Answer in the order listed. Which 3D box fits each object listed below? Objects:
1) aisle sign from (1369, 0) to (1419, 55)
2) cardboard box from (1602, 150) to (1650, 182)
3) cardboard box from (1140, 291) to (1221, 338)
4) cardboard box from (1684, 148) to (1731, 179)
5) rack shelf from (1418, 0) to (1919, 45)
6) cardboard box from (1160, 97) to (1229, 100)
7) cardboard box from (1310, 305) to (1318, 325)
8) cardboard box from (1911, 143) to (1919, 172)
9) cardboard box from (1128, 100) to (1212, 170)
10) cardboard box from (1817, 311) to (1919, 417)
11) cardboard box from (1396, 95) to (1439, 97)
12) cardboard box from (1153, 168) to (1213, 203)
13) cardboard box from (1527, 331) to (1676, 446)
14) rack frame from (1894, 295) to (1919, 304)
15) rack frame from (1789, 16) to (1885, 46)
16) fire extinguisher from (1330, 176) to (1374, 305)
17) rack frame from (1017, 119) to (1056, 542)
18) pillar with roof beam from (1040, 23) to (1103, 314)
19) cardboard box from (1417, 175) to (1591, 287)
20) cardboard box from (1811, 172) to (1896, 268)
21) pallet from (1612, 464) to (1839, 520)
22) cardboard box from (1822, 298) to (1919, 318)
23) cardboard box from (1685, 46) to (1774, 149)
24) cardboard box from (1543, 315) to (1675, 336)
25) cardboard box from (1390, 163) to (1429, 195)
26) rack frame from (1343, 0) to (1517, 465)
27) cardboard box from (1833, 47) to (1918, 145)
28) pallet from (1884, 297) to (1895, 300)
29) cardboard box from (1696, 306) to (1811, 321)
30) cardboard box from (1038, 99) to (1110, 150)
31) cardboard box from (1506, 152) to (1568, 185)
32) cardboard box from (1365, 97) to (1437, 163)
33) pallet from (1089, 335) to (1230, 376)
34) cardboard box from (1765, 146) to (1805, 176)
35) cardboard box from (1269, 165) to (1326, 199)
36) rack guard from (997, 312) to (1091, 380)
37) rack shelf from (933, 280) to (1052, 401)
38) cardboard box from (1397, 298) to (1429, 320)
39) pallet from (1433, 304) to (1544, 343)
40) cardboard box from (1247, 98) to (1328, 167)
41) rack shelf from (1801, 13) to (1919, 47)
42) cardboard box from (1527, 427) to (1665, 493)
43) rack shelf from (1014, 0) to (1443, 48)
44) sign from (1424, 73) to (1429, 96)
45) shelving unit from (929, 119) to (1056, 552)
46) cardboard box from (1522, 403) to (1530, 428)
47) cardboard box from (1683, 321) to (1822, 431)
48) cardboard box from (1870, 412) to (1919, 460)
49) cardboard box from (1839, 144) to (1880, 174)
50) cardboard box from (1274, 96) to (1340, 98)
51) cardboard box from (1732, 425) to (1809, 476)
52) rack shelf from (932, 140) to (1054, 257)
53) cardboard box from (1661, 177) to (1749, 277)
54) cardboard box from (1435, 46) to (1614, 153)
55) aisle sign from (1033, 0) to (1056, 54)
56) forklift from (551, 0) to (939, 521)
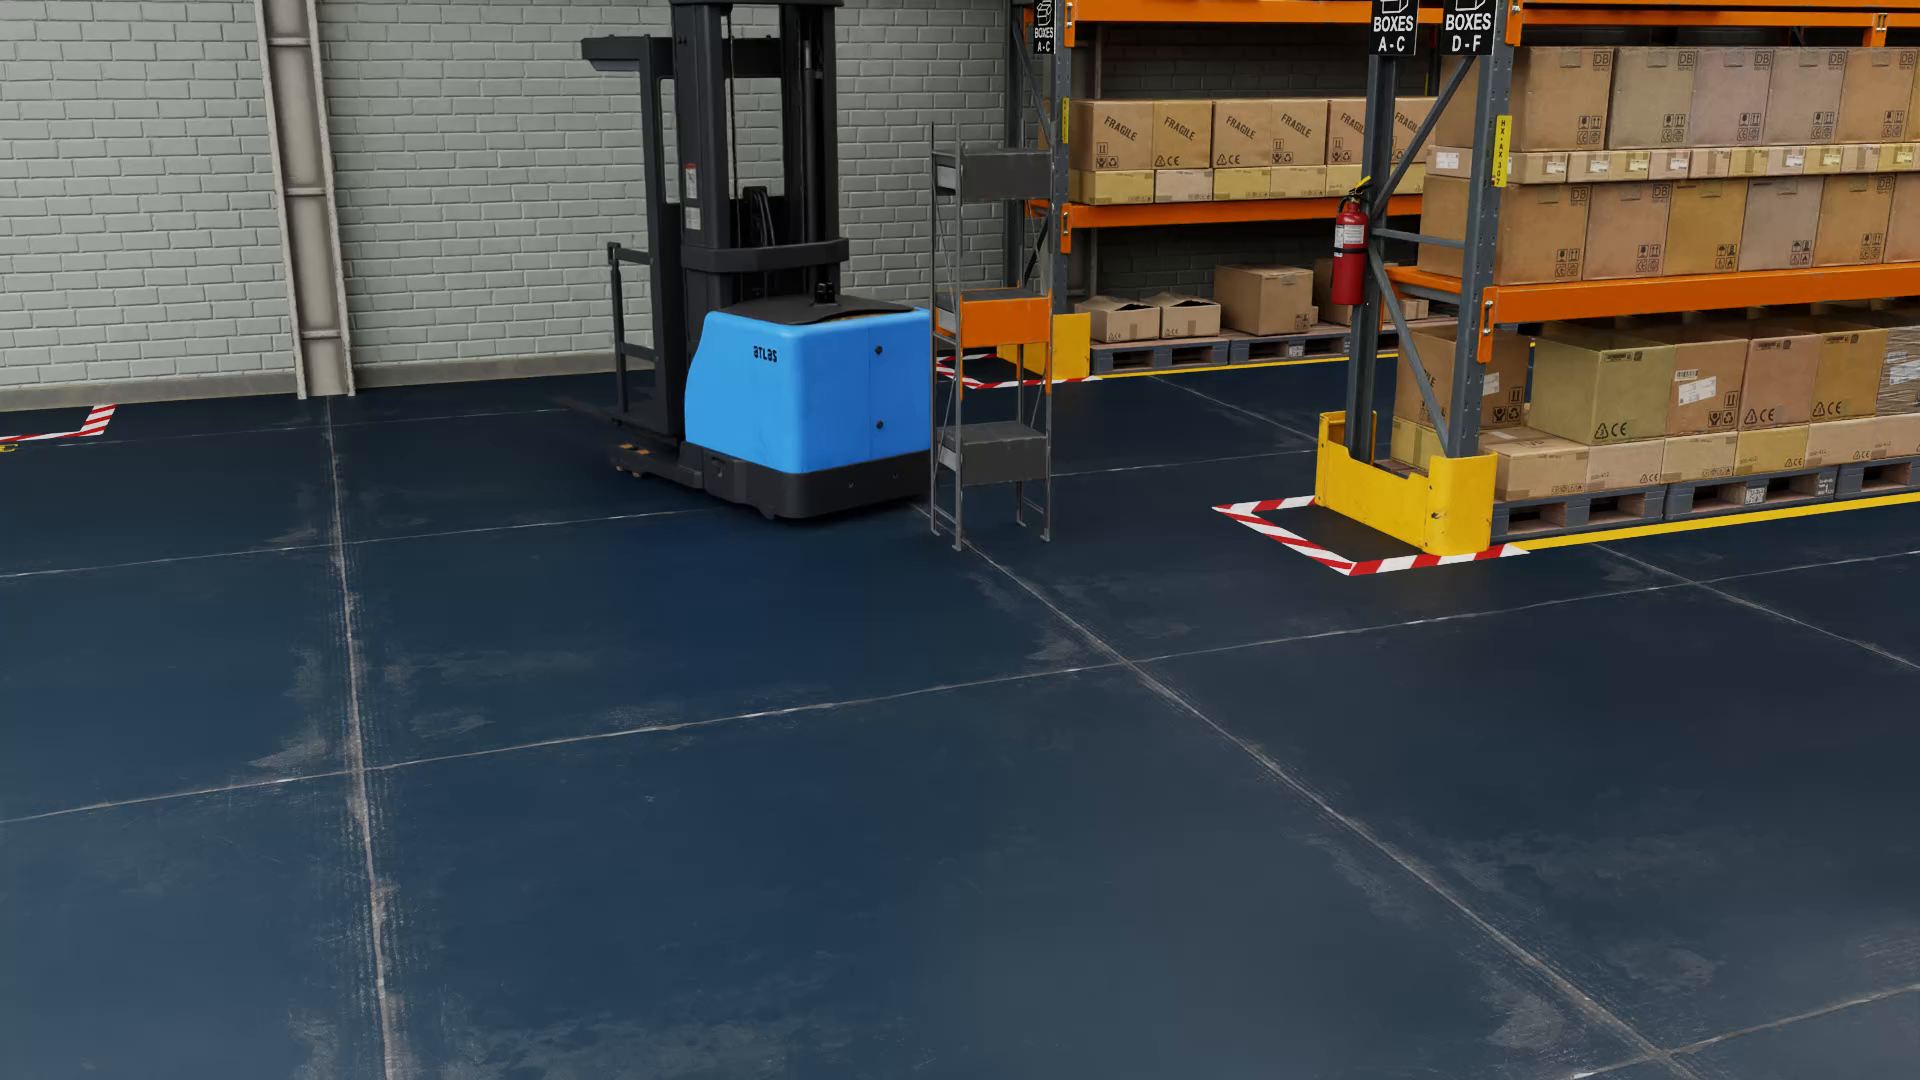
[{"bbox_3d":[2.193,-2.843,8.343,0.004,0.787,0.394,-6,17,-20],"label":"aisle sign"},{"bbox_3d":[3.281,-1.920,8.483,0.250,0.149,0.380,-6,17,-20],"label":"cardboard box"},{"bbox_3d":[1.794,-1.853,13.575,0.500,0.311,0.500,-5,17,-15],"label":"cardboard box"},{"bbox_3d":[3.766,-1.972,8.661,0.250,0.149,0.380,-7,18,-22],"label":"cardboard box"},{"bbox_3d":[4.227,-2.821,8.834,4.000,0.370,1.077,-6,17,-20],"label":"rack shelf"},{"bbox_3d":[1.902,-3.331,13.516,0.500,0.500,0.500,-7,18,-22],"label":"cardboard box"},{"bbox_3d":[2.817,-1.919,14.088,0.250,0.149,0.380,-8,18,-25],"label":"cardboard box"},{"bbox_3d":[5.197,-2.126,9.185,0.250,0.149,0.380,-6,17,-20],"label":"cardboard box"},{"bbox_3d":[1.601,-3.142,12.874,0.500,0.500,0.500,-6,17,-20],"label":"cardboard box"},{"bbox_3d":[5.268,-1.019,9.548,0.500,0.500,0.500,-6,17,-20],"label":"cardboard box"},{"bbox_3d":[3.805,-3.537,14.218,0.500,0.500,0.500,-7,18,-21],"label":"cardboard box"},{"bbox_3d":[1.632,-2.788,12.998,0.500,0.250,0.500,-7,18,-22],"label":"cardboard box"},{"bbox_3d":[3.406,-0.814,8.850,0.500,0.500,0.500,-6,17,-20],"label":"cardboard box"},{"bbox_3d":[6.094,-1.929,9.842,0.127,3.000,1.000,-6,17,-20],"label":"rack frame"},{"bbox_3d":[8.053,-3.635,15.652,0.127,3.000,1.000,-6,17,-20],"label":"rack frame"},{"bbox_3d":[2.082,-1.599,8.855,0.183,0.674,0.296,-6,17,-20],"label":"fire extinguisher"},{"bbox_3d":[0.382,-1.049,8.443,0.015,2.100,0.400,-6,17,-20],"label":"rack frame"},{"bbox_3d":[2.468,-4.872,9.219,0.400,9.000,9.100,-6,17,-20],"label":"pillar with roof beam"},{"bbox_3d":[2.800,-1.617,8.604,0.500,0.500,0.700,-6,17,-20],"label":"cardboard box"},{"bbox_3d":[4.722,-1.826,9.314,0.500,0.500,0.700,-6,17,-19],"label":"cardboard box"},{"bbox_3d":[4.196,-0.398,9.577,1.213,0.211,1.003,-6,17,-20],"label":"pallet"},{"bbox_3d":[5.549,-1.206,10.186,0.500,0.500,0.500,-6,17,-20],"label":"cardboard box"},{"bbox_3d":[3.809,-2.350,8.798,0.500,0.500,0.700,-6,17,-20],"label":"cardboard box"},{"bbox_3d":[3.682,-1.004,9.499,0.500,0.500,0.500,-6,17,-20],"label":"cardboard box"},{"bbox_3d":[3.516,-2.994,13.700,0.500,0.250,0.500,-6,17,-20],"label":"cardboard box"},{"bbox_3d":[2.359,-1.525,8.469,0.127,3.000,1.000,-6,17,-20],"label":"rack frame"},{"bbox_3d":[4.743,-2.451,9.141,0.500,0.500,0.700,-6,17,-20],"label":"cardboard box"},{"bbox_3d":[8.816,-2.357,16.249,1.213,0.211,1.003,-6,17,-20],"label":"pallet"},{"bbox_3d":[4.615,-1.105,9.843,0.500,0.500,0.500,-6,17,-20],"label":"cardboard box"},{"bbox_3d":[0.947,-3.229,13.171,0.500,0.500,0.500,-6,18,-21],"label":"cardboard box"},{"bbox_3d":[2.802,-1.867,8.305,0.250,0.149,0.380,-6,18,-20],"label":"cardboard box"},{"bbox_3d":[3.523,-3.348,13.576,0.500,0.500,0.500,-6,17,-20],"label":"cardboard box"},{"bbox_3d":[1.425,-1.571,13.572,1.213,0.211,1.003,-6,17,-20],"label":"pallet"},{"bbox_3d":[4.238,-2.022,8.832,0.250,0.149,0.380,-6,17,-20],"label":"cardboard box"},{"bbox_3d":[2.583,-2.888,13.339,0.500,0.250,0.500,-6,17,-20],"label":"cardboard box"},{"bbox_3d":[0.654,-1.637,13.284,0.348,0.500,1.175,-6,17,-20],"label":"rack guard"},{"bbox_3d":[0.155,-1.011,8.363,0.480,0.518,0.431,-6,17,-20],"label":"rack shelf"},{"bbox_3d":[3.829,-2.021,14.406,0.250,0.166,0.380,-9,18,-27],"label":"cardboard box"},{"bbox_3d":[5.045,-1.973,14.941,1.213,0.211,1.003,-6,17,-20],"label":"pallet"},{"bbox_3d":[2.564,-3.248,13.234,0.500,0.500,0.500,-6,17,-18],"label":"cardboard box"},{"bbox_3d":[9.921,-4.931,16.018,4.000,0.370,1.077,-6,17,-20],"label":"rack shelf"},{"bbox_3d":[3.405,-0.454,8.957,0.500,0.250,0.500,-6,17,-20],"label":"cardboard box"},{"bbox_3d":[2.451,-4.124,13.271,4.000,0.370,1.077,-6,17,-20],"label":"rack shelf"},{"bbox_3d":[4.116,-3.933,14.612,0.005,0.325,0.100,-6,17,-20],"label":"sign"},{"bbox_3d":[0.155,-1.024,8.359,0.503,2.100,0.431,-6,17,-20],"label":"shelving unit"},{"bbox_3d":[3.217,-0.593,9.428,0.500,0.250,0.500,-6,17,-20],"label":"cardboard box"},{"bbox_3d":[4.341,-0.913,9.189,0.500,0.500,0.500,-6,17,-20],"label":"cardboard box"},{"bbox_3d":[5.269,-0.659,9.653,0.500,0.250,0.500,-6,17,-20],"label":"cardboard box"},{"bbox_3d":[4.731,-2.076,9.017,0.250,0.149,0.380,-6,17,-18],"label":"cardboard box"},{"bbox_3d":[2.853,-3.437,13.877,0.500,0.500,0.500,-6,17,-19],"label":"cardboard box"},{"bbox_3d":[4.341,-0.554,9.295,0.500,0.250,0.500,-6,17,-20],"label":"cardboard box"},{"bbox_3d":[0.155,-1.683,8.166,0.480,0.518,0.431,-6,17,-20],"label":"rack shelf"},{"bbox_3d":[3.754,-1.720,8.953,0.500,0.500,0.700,-6,17,-20],"label":"cardboard box"},{"bbox_3d":[2.849,-2.245,8.439,0.500,0.500,0.700,-6,17,-20],"label":"cardboard box"},{"bbox_3d":[0.623,-3.989,12.246,0.004,0.787,0.394,-6,17,-20],"label":"aisle sign"},{"bbox_3d":[-1.457,-1.857,9.721,1.130,2.935,3.031,-14,21,-39],"label":"forklift"}]
